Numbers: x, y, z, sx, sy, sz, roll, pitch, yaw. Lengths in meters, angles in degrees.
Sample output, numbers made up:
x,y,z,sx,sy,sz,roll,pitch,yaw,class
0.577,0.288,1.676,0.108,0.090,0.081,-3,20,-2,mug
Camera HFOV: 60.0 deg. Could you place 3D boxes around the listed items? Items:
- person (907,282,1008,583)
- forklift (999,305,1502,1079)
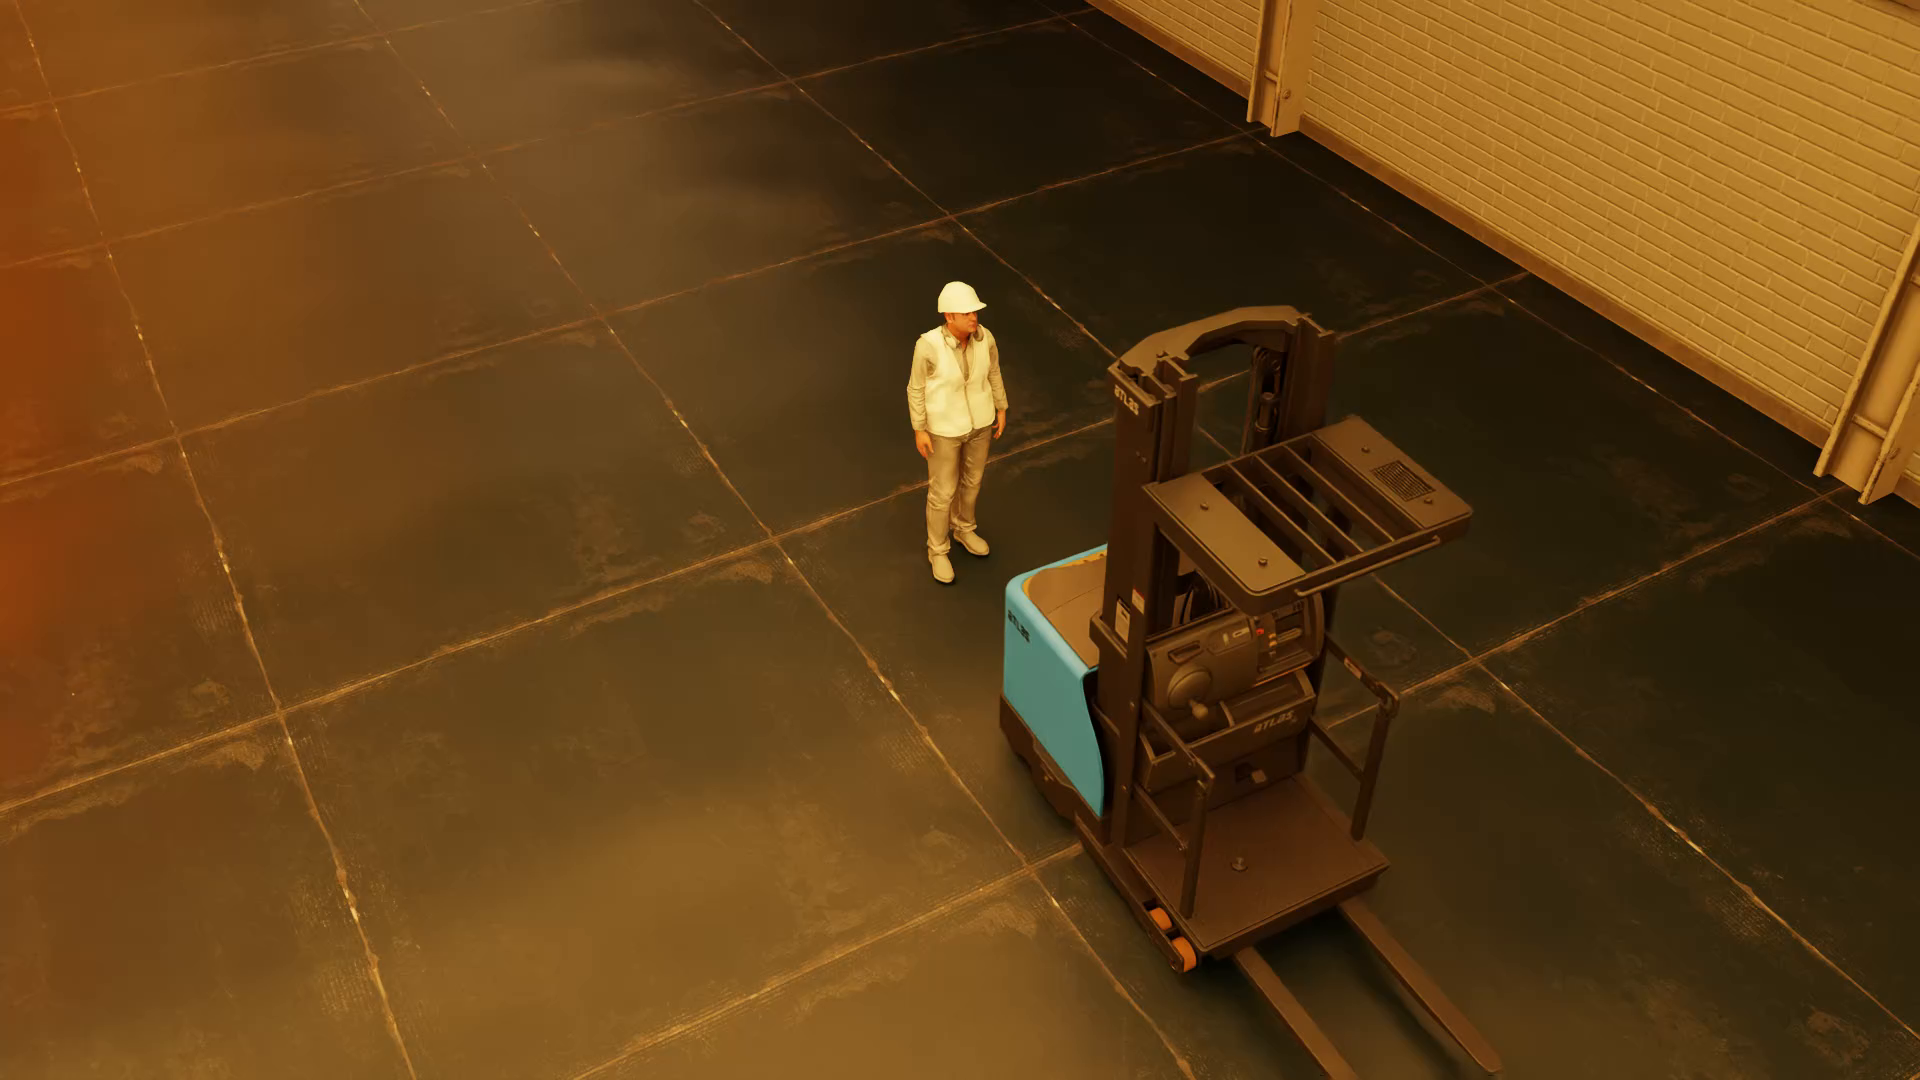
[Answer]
x,y,z,sx,sy,sz,roll,pitch,yaw,class
0.025,-0.651,9.716,0.633,1.775,0.566,-20,44,-23,person
1.352,0.583,7.333,1.130,2.935,3.031,-19,43,-21,forklift
